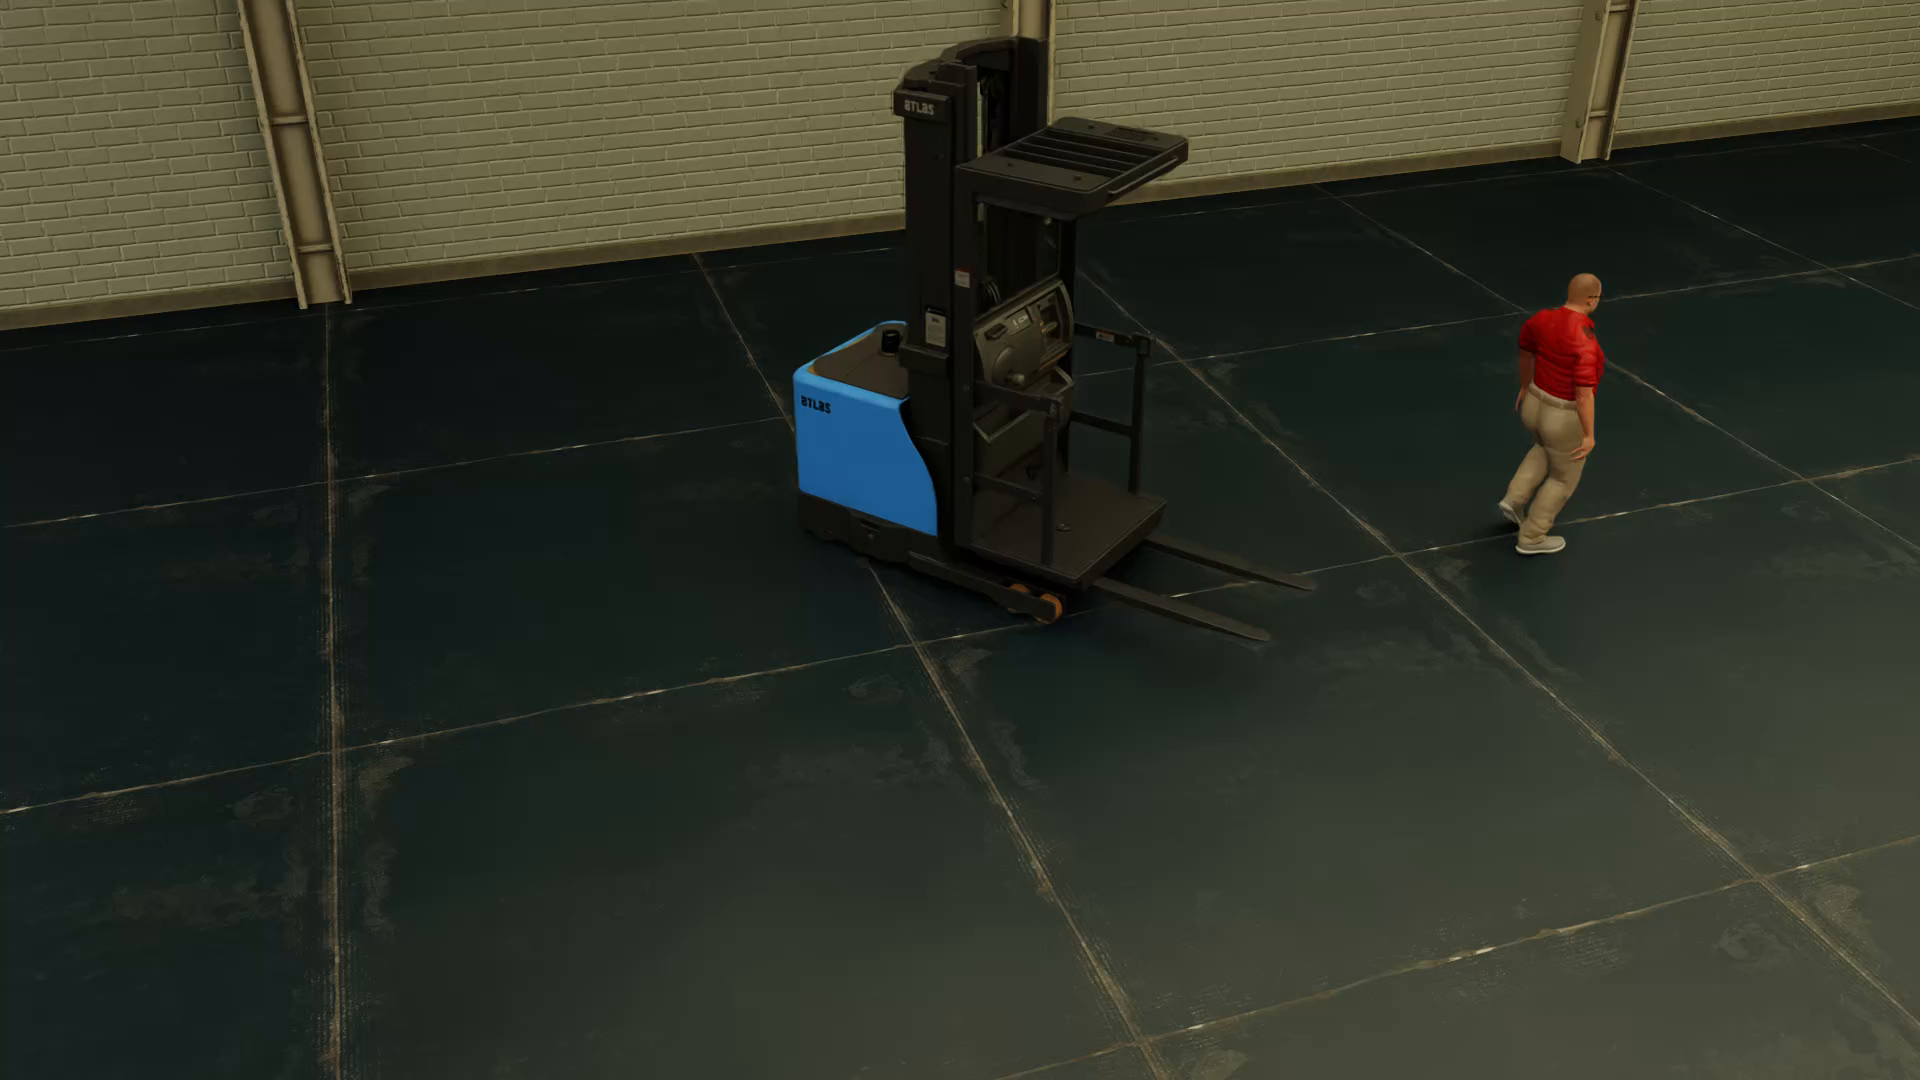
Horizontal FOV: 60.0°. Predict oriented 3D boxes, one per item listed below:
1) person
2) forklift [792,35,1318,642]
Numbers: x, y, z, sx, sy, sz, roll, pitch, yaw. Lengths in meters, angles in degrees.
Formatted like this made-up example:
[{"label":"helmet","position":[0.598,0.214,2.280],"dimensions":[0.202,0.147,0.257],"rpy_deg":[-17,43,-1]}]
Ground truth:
[{"label":"person","position":[3.486,-0.730,9.601],"dimensions":[0.467,1.726,0.666],"rpy_deg":[-12,32,-20]},{"label":"forklift","position":[0.526,-1.106,9.009],"dimensions":[3.031,2.935,1.130],"rpy_deg":[18,35,29]}]
